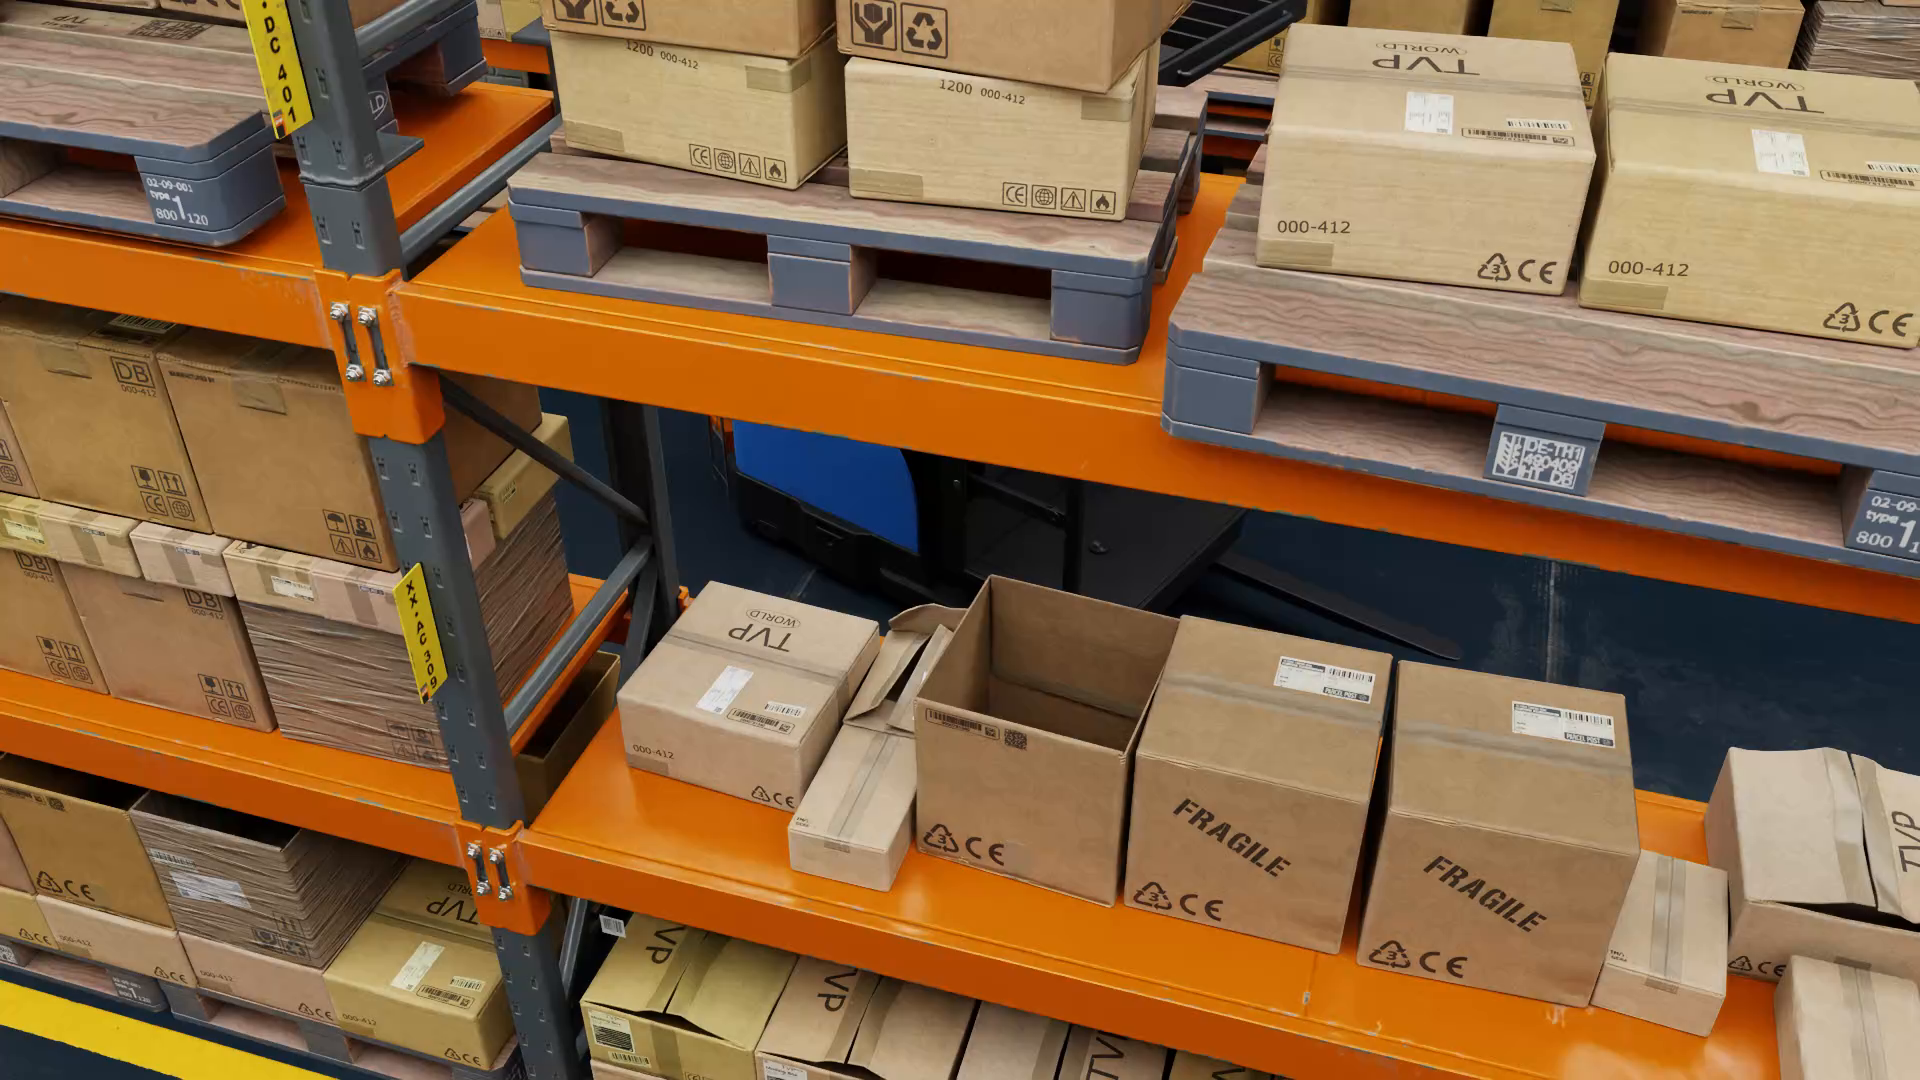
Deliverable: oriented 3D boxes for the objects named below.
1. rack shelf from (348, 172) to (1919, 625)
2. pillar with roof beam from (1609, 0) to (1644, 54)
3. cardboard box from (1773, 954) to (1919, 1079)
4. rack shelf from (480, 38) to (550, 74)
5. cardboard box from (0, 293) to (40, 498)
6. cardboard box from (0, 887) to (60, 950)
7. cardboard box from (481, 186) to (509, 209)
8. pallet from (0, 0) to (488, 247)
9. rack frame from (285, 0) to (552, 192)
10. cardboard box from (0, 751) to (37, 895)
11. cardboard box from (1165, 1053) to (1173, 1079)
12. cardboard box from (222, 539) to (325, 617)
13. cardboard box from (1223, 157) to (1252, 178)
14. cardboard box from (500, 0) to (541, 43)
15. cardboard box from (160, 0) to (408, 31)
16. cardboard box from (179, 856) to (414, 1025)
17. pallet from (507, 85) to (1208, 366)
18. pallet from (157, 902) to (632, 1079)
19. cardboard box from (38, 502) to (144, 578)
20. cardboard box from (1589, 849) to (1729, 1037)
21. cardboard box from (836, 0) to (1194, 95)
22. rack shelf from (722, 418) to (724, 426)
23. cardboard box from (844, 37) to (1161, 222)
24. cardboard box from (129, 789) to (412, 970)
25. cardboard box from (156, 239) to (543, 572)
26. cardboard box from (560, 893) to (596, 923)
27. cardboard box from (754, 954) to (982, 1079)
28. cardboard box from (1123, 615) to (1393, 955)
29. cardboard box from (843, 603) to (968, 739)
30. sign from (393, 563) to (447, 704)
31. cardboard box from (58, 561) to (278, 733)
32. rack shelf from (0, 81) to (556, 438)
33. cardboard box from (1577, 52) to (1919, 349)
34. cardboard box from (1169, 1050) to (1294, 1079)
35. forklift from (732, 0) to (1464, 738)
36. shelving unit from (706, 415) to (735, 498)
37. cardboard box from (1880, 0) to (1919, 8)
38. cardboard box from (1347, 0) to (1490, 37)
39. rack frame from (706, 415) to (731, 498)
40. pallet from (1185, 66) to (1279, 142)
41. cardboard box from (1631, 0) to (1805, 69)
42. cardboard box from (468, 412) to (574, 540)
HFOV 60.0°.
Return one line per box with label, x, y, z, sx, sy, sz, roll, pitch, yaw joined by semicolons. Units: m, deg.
rack shelf;0.893;-0.291;3.191;4.000;0.370;1.077;10;38;14
pillar with roof beam;2.009;-2.522;3.085;0.400;9.000;9.100;10;38;14
cardboard box;1.861;1.079;3.465;0.250;0.149;0.380;10;38;14
rack shelf;-1.451;-2.593;8.850;4.000;0.370;1.077;10;38;14
cardboard box;-2.402;-0.541;4.276;0.500;0.500;0.700;10;38;14
cardboard box;-2.957;0.992;5.337;0.500;0.250;0.500;10;38;14
cardboard box;-2.727;-2.158;9.548;0.500;0.311;0.500;6;37;9
pallet;-1.838;-1.035;3.670;1.213;0.211;1.003;10;38;14
rack frame;-1.016;-2.142;2.569;0.127;3.000;1.000;10;38;14
cardboard box;-2.957;0.690;5.114;0.500;0.500;0.500;10;38;14
cardboard box;0.278;1.605;4.505;0.500;0.250;0.500;9;37;12
cardboard box;-1.575;0.001;4.087;0.250;0.149;0.380;10;37;13
cardboard box;1.587;-1.806;8.278;0.500;0.250;0.500;10;37;13
cardboard box;-2.005;-2.741;8.554;0.500;0.250;0.500;10;38;13
cardboard box;-1.418;-1.438;3.586;0.500;0.500;0.500;14;38;18
cardboard box;-1.998;1.160;5.109;0.500;0.250;0.500;10;38;14
pallet;-0.170;-0.709;3.313;1.217;0.209;0.805;9;37;12
pallet;-1.762;1.232;5.397;1.213;0.211;1.003;10;38;14
cardboard box;-2.076;-0.090;4.210;0.250;0.149;0.380;10;38;14
cardboard box;1.568;0.888;3.724;0.250;0.149;0.380;13;38;17
cardboard box;0.112;-1.126;2.859;0.500;0.500;0.500;14;39;18
rack shelf;-0.979;-0.690;7.320;0.240;0.259;0.215;-18;40;-23
cardboard box;0.095;-0.833;3.093;0.500;0.250;0.500;7;37;9
cardboard box;-1.997;0.857;4.888;0.500;0.500;0.500;10;38;14
cardboard box;-1.441;-0.364;4.035;0.500;0.500;0.700;11;38;14
cardboard box;-1.368;0.959;5.383;0.500;0.250;0.500;10;38;14
cardboard box;-0.219;1.292;4.457;0.500;0.311;0.500;10;38;13
cardboard box;0.693;0.560;3.874;0.500;0.500;0.500;11;38;14
cardboard box;-0.122;0.379;4.317;0.258;0.266;0.396;10;37;13
sign;-1.180;0.208;3.640;0.005;0.325;0.100;10;38;14
cardboard box;-1.947;0.069;4.541;0.500;0.500;0.700;10;38;13
rack shelf;-2.925;-0.998;4.152;4.000;0.370;1.077;10;38;14
cardboard box;1.304;-0.574;2.742;0.500;0.250;0.500;10;37;13
cardboard box;0.772;1.471;4.213;0.500;0.311;0.500;12;38;15
forklift;0.501;-0.957;6.077;3.031;2.935;1.130;24;43;29
shelving unit;-0.979;-0.698;7.313;0.252;1.050;0.215;-18;40;-23
cardboard box;3.937;-2.345;6.903;0.250;0.149;0.380;6;37;8
cardboard box;2.102;-2.436;7.574;0.500;0.500;0.700;16;39;20
rack frame;-1.086;-0.664;7.266;0.008;1.050;0.200;-18;40;-23
pallet;1.144;-2.235;7.918;1.213;0.211;1.003;10;38;14
cardboard box;3.283;-2.201;7.254;0.500;0.500;0.700;7;37;10
cardboard box;-1.215;-0.185;4.339;0.250;0.149;0.380;10;38;14
